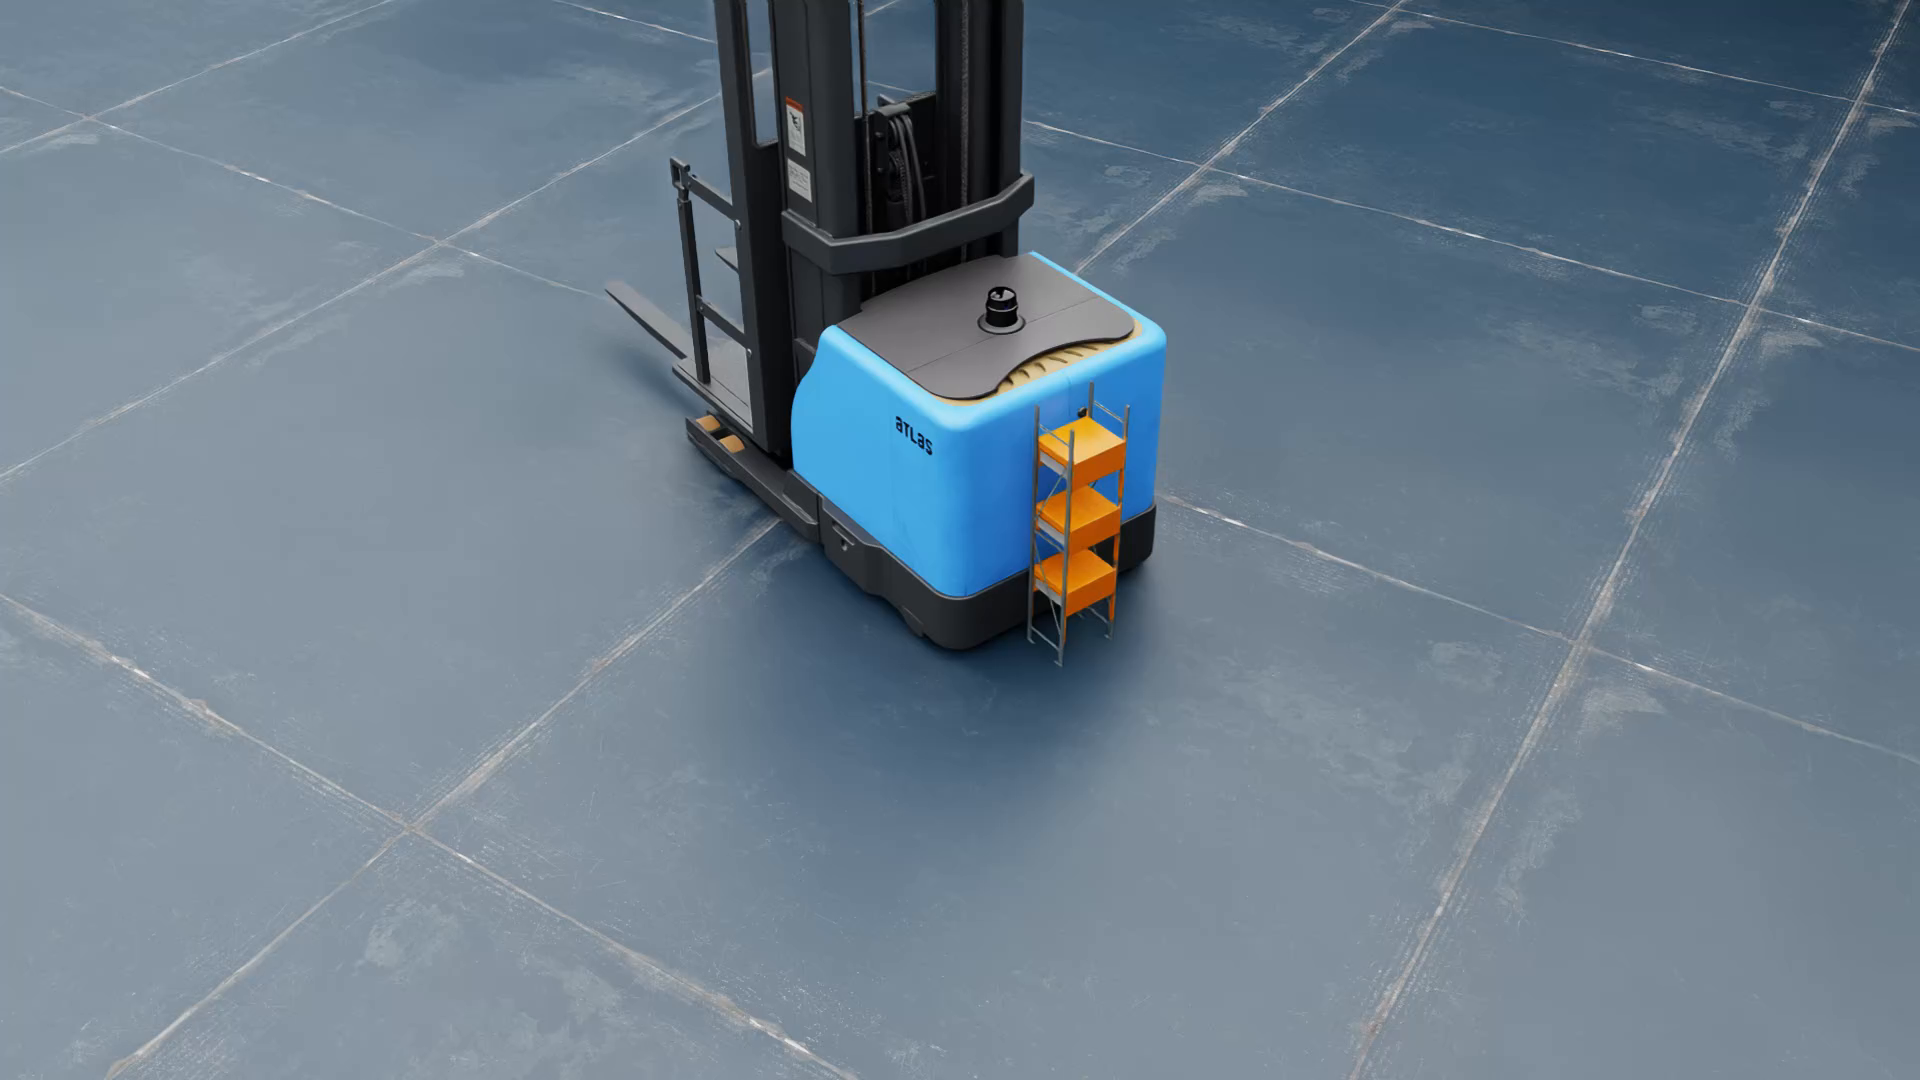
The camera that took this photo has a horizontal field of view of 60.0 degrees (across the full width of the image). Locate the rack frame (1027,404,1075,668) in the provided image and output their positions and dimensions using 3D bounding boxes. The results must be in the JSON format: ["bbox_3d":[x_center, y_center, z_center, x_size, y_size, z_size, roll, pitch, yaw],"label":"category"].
[{"bbox_3d":[0.316,0.006,5.882,0.008,1.050,0.200,-25,44,-29],"label":"rack frame"}]

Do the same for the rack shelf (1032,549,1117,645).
[{"bbox_3d":[0.413,0.189,6.117,0.240,0.259,0.215,-25,44,-29],"label":"rack shelf"}]

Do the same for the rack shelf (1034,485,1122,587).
[{"bbox_3d":[0.413,-0.031,5.947,0.240,0.259,0.215,-25,44,-29],"label":"rack shelf"}]

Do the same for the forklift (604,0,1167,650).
[{"bbox_3d":[-0.528,-1.604,6.430,1.130,2.935,3.031,-25,44,-29],"label":"forklift"}]

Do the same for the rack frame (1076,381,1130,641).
[{"bbox_3d":[0.510,-0.084,5.999,0.008,1.050,0.200,-25,44,-29],"label":"rack frame"}]

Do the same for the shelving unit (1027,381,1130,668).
[{"bbox_3d":[0.413,-0.039,5.941,0.252,1.050,0.215,-25,44,-29],"label":"shelving unit"}]

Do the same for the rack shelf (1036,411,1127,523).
[{"bbox_3d":[0.413,-0.255,5.774,0.240,0.259,0.215,-25,44,-29],"label":"rack shelf"}]
